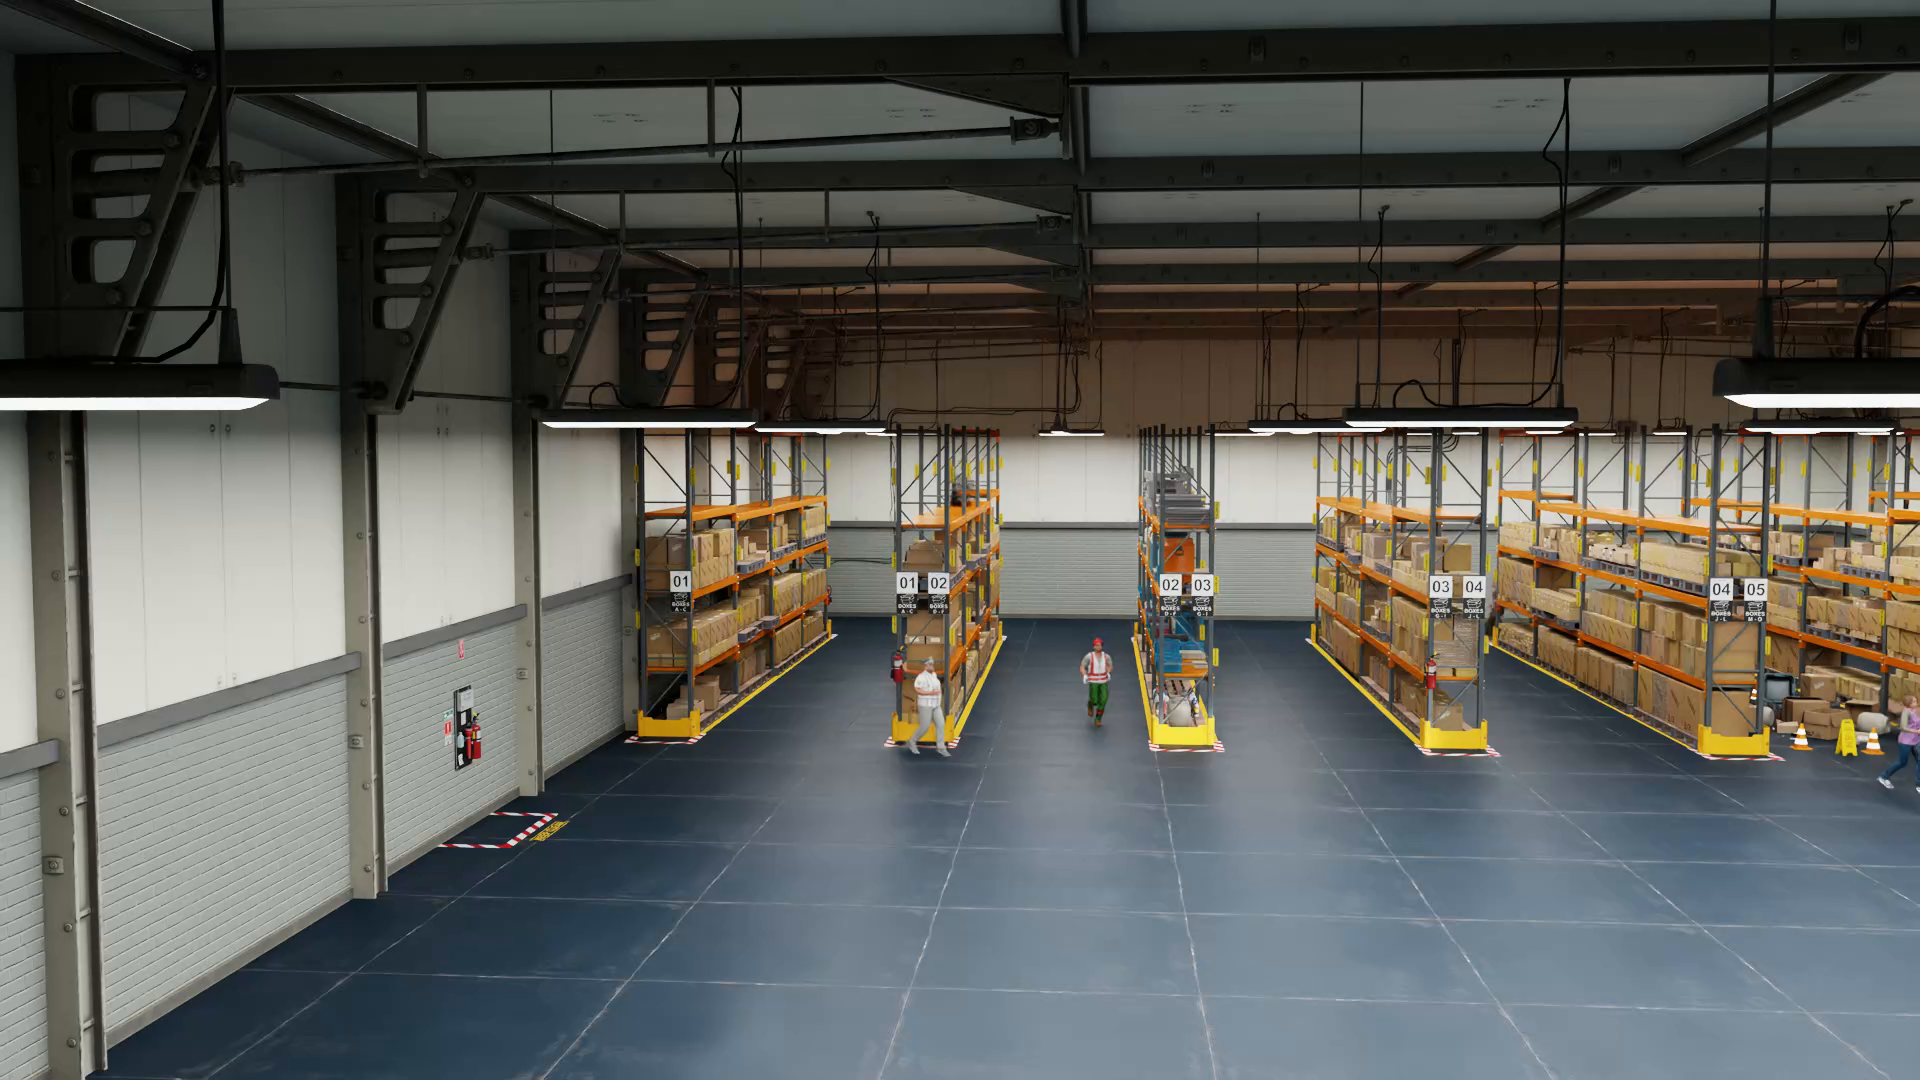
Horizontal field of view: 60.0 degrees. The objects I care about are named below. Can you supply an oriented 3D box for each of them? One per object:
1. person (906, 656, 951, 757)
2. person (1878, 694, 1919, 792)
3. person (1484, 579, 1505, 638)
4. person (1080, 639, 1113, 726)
[{"bbox_3d":[-0.560,2.997,29.987,0.871,1.809,0.667,3,4,38],"label":"person"},{"bbox_3d":[15.240,3.292,26.761,0.545,1.631,0.800,-3,4,-37],"label":"person"},{"bbox_3d":[15.269,1.968,47.569,0.798,1.732,1.009,1,4,12],"label":"person"},{"bbox_3d":[2.751,2.837,33.235,0.657,1.743,0.605,-1,4,-10],"label":"person"}]
